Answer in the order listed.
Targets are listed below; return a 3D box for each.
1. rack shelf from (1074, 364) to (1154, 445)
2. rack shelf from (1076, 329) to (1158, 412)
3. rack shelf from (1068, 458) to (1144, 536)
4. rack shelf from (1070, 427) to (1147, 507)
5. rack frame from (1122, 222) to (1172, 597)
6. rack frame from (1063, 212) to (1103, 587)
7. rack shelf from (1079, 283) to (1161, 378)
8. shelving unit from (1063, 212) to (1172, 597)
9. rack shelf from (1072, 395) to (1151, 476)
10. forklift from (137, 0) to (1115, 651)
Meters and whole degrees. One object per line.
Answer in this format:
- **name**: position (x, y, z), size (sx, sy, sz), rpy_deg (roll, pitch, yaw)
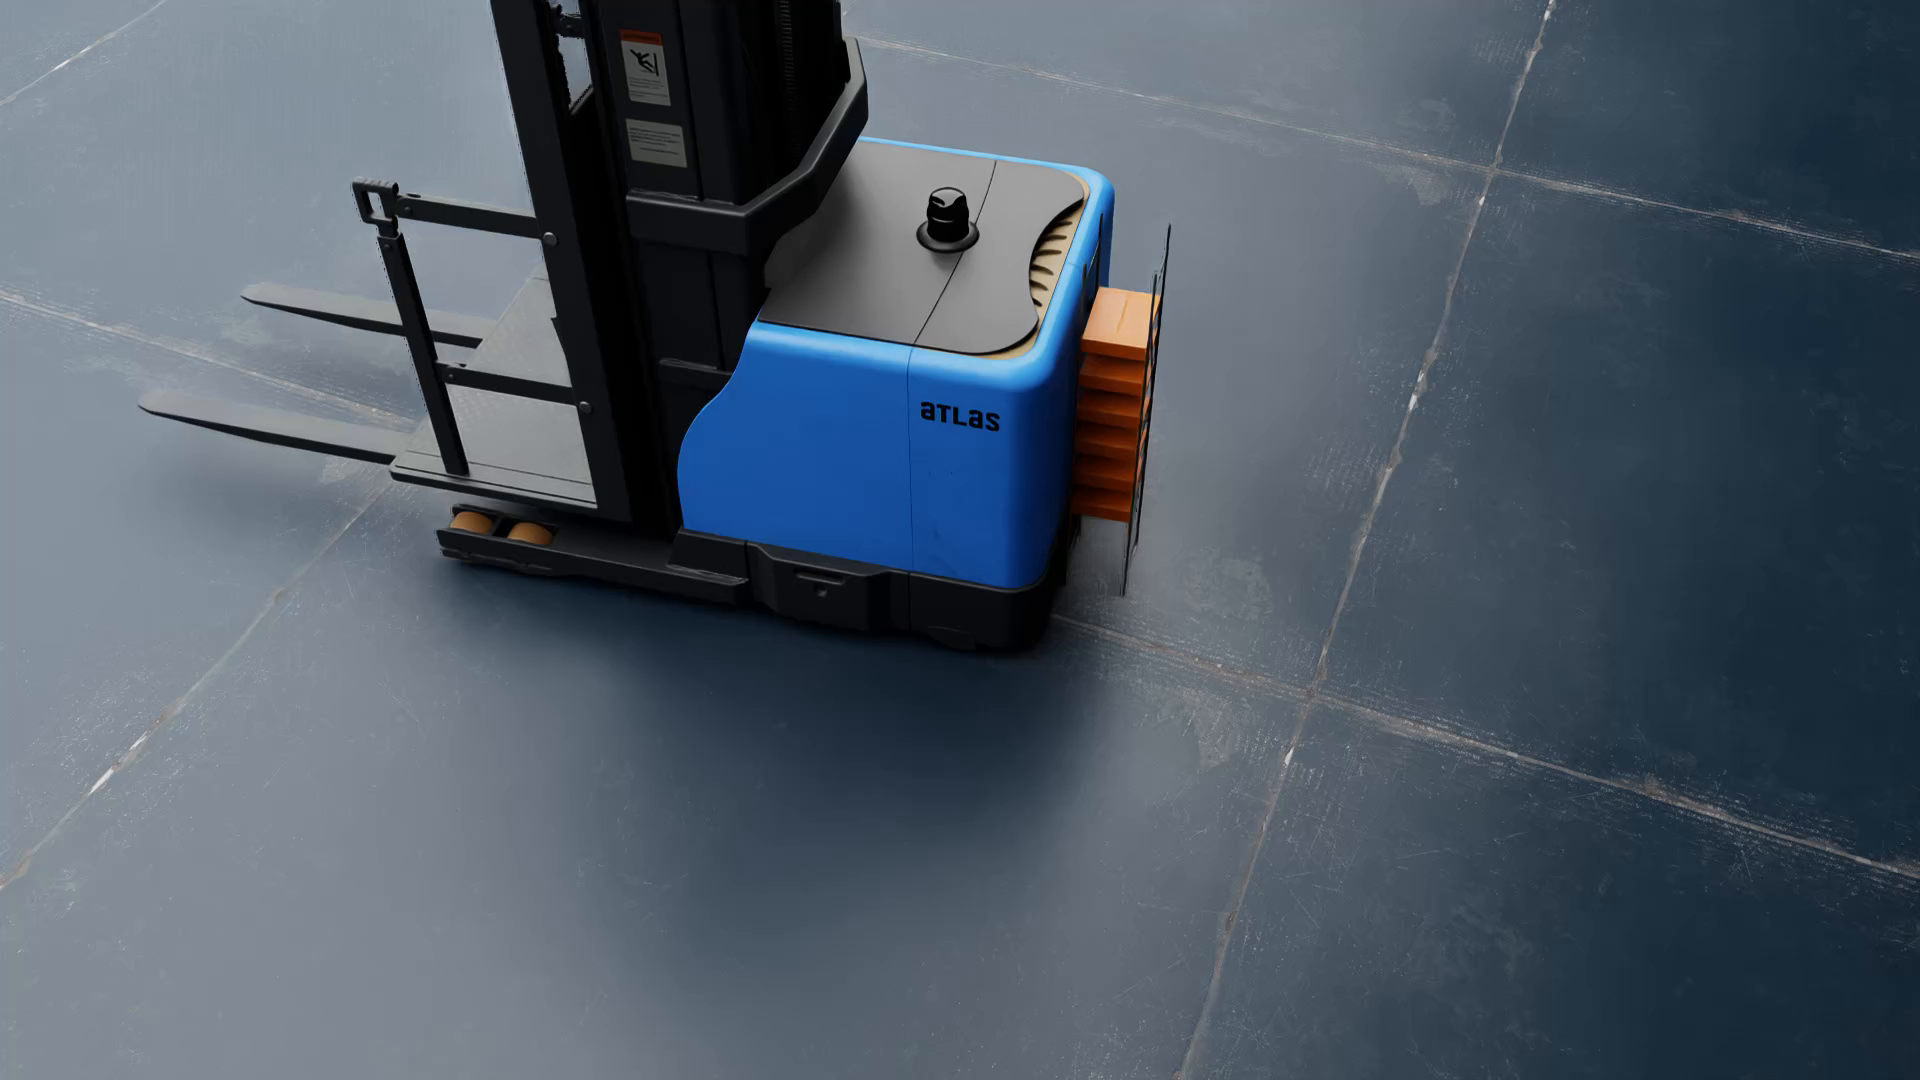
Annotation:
- **rack shelf**: position (0.438, -0.402, 4.696), size (0.180, 0.103, 0.258), rpy_deg (10, 46, 10)
- **rack shelf**: position (0.438, -0.487, 4.612), size (0.180, 0.103, 0.258), rpy_deg (10, 46, 10)
- **rack shelf**: position (0.438, -0.147, 4.950), size (0.180, 0.103, 0.258), rpy_deg (10, 46, 10)
- **rack shelf**: position (0.438, -0.232, 4.866), size (0.180, 0.103, 0.258), rpy_deg (10, 46, 10)
- **rack frame**: position (0.527, -0.332, 4.733), size (0.006, 1.200, 0.240), rpy_deg (10, 46, 10)
- **rack frame**: position (0.349, -0.365, 4.766), size (0.006, 1.200, 0.240), rpy_deg (10, 46, 10)
- **rack shelf**: position (0.438, -0.572, 4.527), size (0.180, 0.103, 0.258), rpy_deg (10, 46, 10)
- **shelving unit**: position (0.438, -0.348, 4.750), size (0.189, 1.200, 0.258), rpy_deg (10, 46, 10)
- **rack shelf**: position (0.438, -0.317, 4.781), size (0.180, 0.103, 0.258), rpy_deg (10, 46, 10)
- **forklift**: position (-1.113, -1.280, 4.458), size (3.031, 2.935, 1.130), rpy_deg (10, 46, 10)
